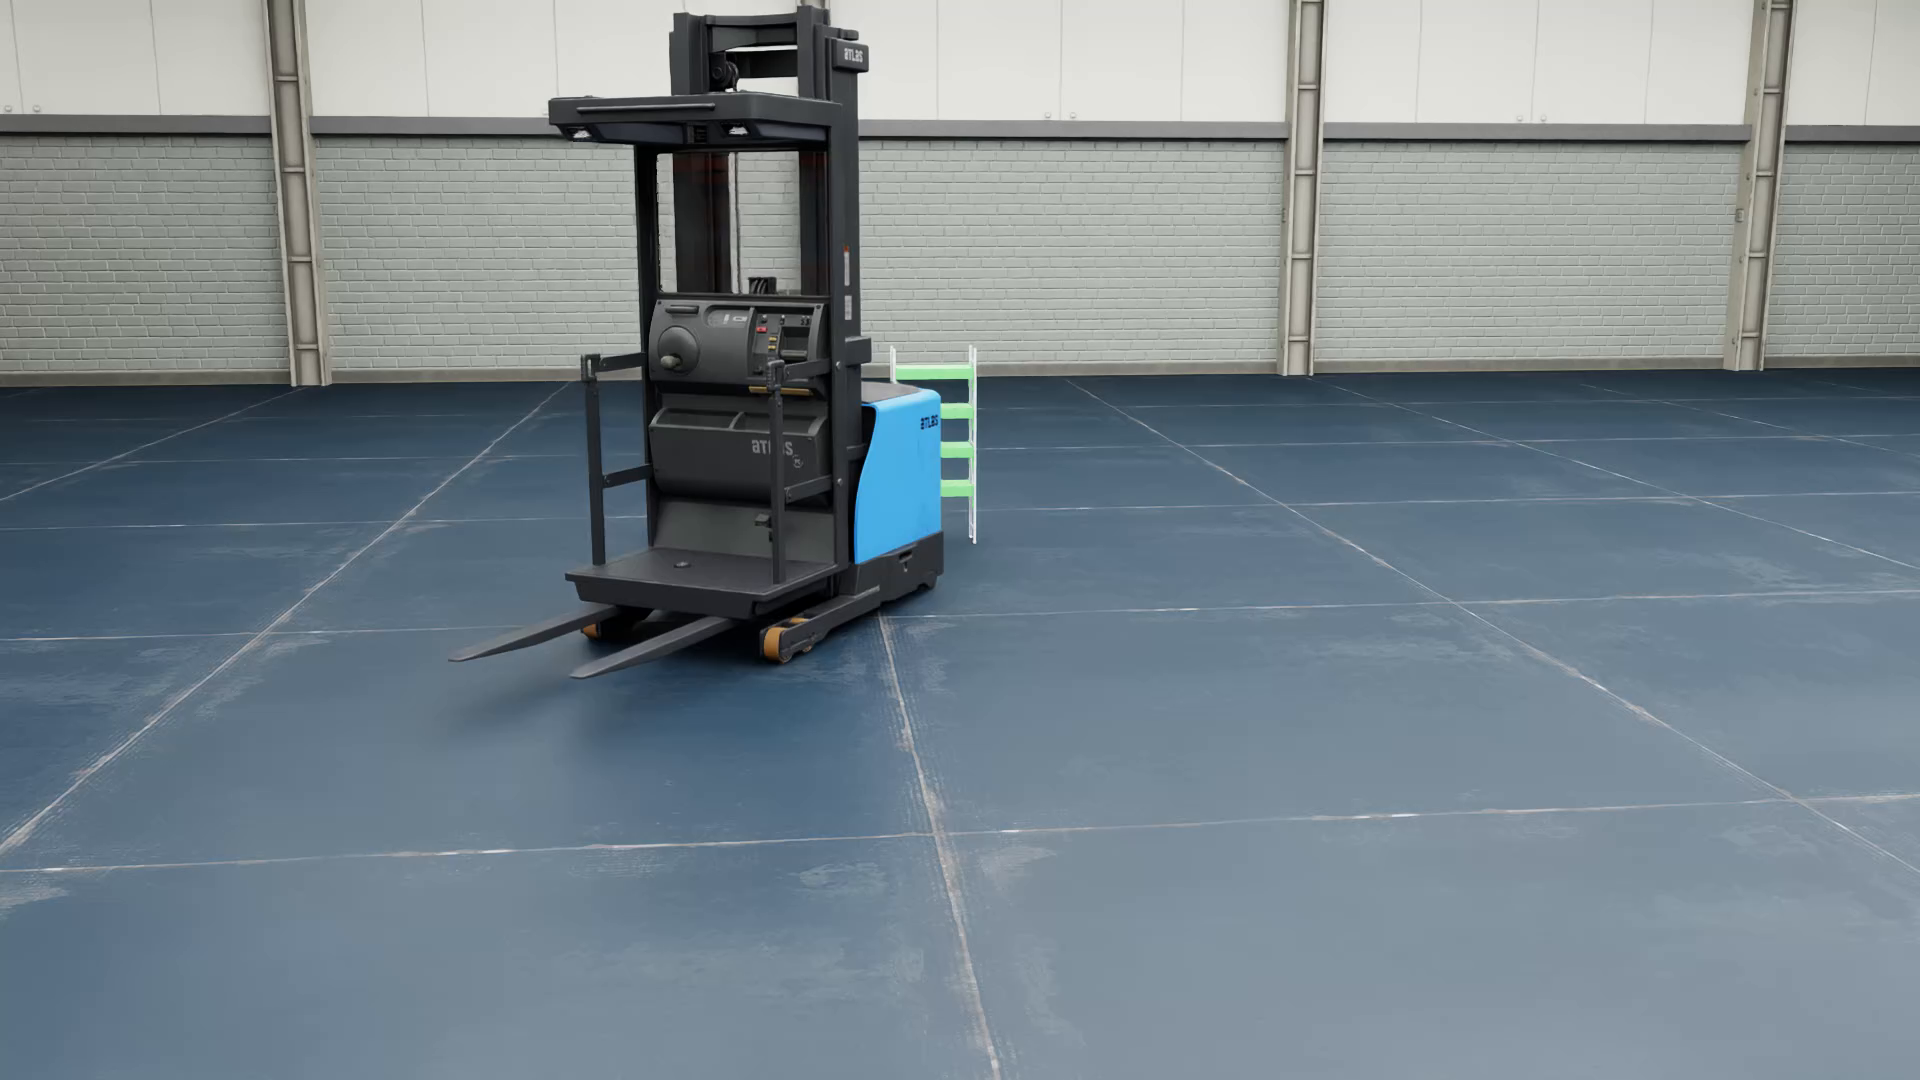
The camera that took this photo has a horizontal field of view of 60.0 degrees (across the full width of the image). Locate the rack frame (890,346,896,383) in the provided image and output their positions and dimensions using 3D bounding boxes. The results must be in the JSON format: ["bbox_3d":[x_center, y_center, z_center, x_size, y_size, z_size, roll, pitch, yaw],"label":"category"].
[{"bbox_3d":[-0.407,-0.580,10.209,0.015,1.200,0.240,-1,11,-6],"label":"rack frame"}]

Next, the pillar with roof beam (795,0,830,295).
[{"bbox_3d":[-1.269,-5.561,15.329,0.400,9.000,9.100,-1,11,-6],"label":"pillar with roof beam"}]

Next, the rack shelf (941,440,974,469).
[{"bbox_3d":[-0.165,-0.523,10.247,0.480,0.148,0.258,-1,11,-6],"label":"rack shelf"}]

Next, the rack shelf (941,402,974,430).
[{"bbox_3d":[-0.165,-0.758,10.201,0.480,0.148,0.258,-1,11,-6],"label":"rack shelf"}]

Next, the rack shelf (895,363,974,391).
[{"bbox_3d":[-0.165,-0.994,10.154,0.480,0.148,0.258,-1,11,-6],"label":"rack shelf"}]

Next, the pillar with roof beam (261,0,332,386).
[{"bbox_3d":[-7.234,-5.436,14.693,0.400,9.000,9.100,-1,11,-6],"label":"pillar with roof beam"}]

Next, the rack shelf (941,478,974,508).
[{"bbox_3d":[-0.165,-0.287,10.293,0.480,0.148,0.258,-1,11,-6],"label":"rack shelf"}]

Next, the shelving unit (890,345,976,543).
[{"bbox_3d":[-0.165,-0.585,10.235,0.503,1.200,0.258,-1,11,-6],"label":"shelving unit"}]

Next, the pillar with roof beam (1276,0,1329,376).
[{"bbox_3d":[4.696,-5.686,15.965,0.400,9.000,9.100,-1,11,-6],"label":"pillar with roof beam"}]

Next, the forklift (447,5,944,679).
[{"bbox_3d":[-1.156,-0.975,7.730,1.130,2.935,3.031,5,12,24],"label":"forklift"}]

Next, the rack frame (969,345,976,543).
[{"bbox_3d":[0.078,-0.590,10.261,0.015,1.200,0.240,-1,11,-6],"label":"rack frame"}]

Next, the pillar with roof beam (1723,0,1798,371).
[{"bbox_3d":[10.661,-5.811,16.601,0.400,9.000,9.100,-1,11,-6],"label":"pillar with roof beam"}]
